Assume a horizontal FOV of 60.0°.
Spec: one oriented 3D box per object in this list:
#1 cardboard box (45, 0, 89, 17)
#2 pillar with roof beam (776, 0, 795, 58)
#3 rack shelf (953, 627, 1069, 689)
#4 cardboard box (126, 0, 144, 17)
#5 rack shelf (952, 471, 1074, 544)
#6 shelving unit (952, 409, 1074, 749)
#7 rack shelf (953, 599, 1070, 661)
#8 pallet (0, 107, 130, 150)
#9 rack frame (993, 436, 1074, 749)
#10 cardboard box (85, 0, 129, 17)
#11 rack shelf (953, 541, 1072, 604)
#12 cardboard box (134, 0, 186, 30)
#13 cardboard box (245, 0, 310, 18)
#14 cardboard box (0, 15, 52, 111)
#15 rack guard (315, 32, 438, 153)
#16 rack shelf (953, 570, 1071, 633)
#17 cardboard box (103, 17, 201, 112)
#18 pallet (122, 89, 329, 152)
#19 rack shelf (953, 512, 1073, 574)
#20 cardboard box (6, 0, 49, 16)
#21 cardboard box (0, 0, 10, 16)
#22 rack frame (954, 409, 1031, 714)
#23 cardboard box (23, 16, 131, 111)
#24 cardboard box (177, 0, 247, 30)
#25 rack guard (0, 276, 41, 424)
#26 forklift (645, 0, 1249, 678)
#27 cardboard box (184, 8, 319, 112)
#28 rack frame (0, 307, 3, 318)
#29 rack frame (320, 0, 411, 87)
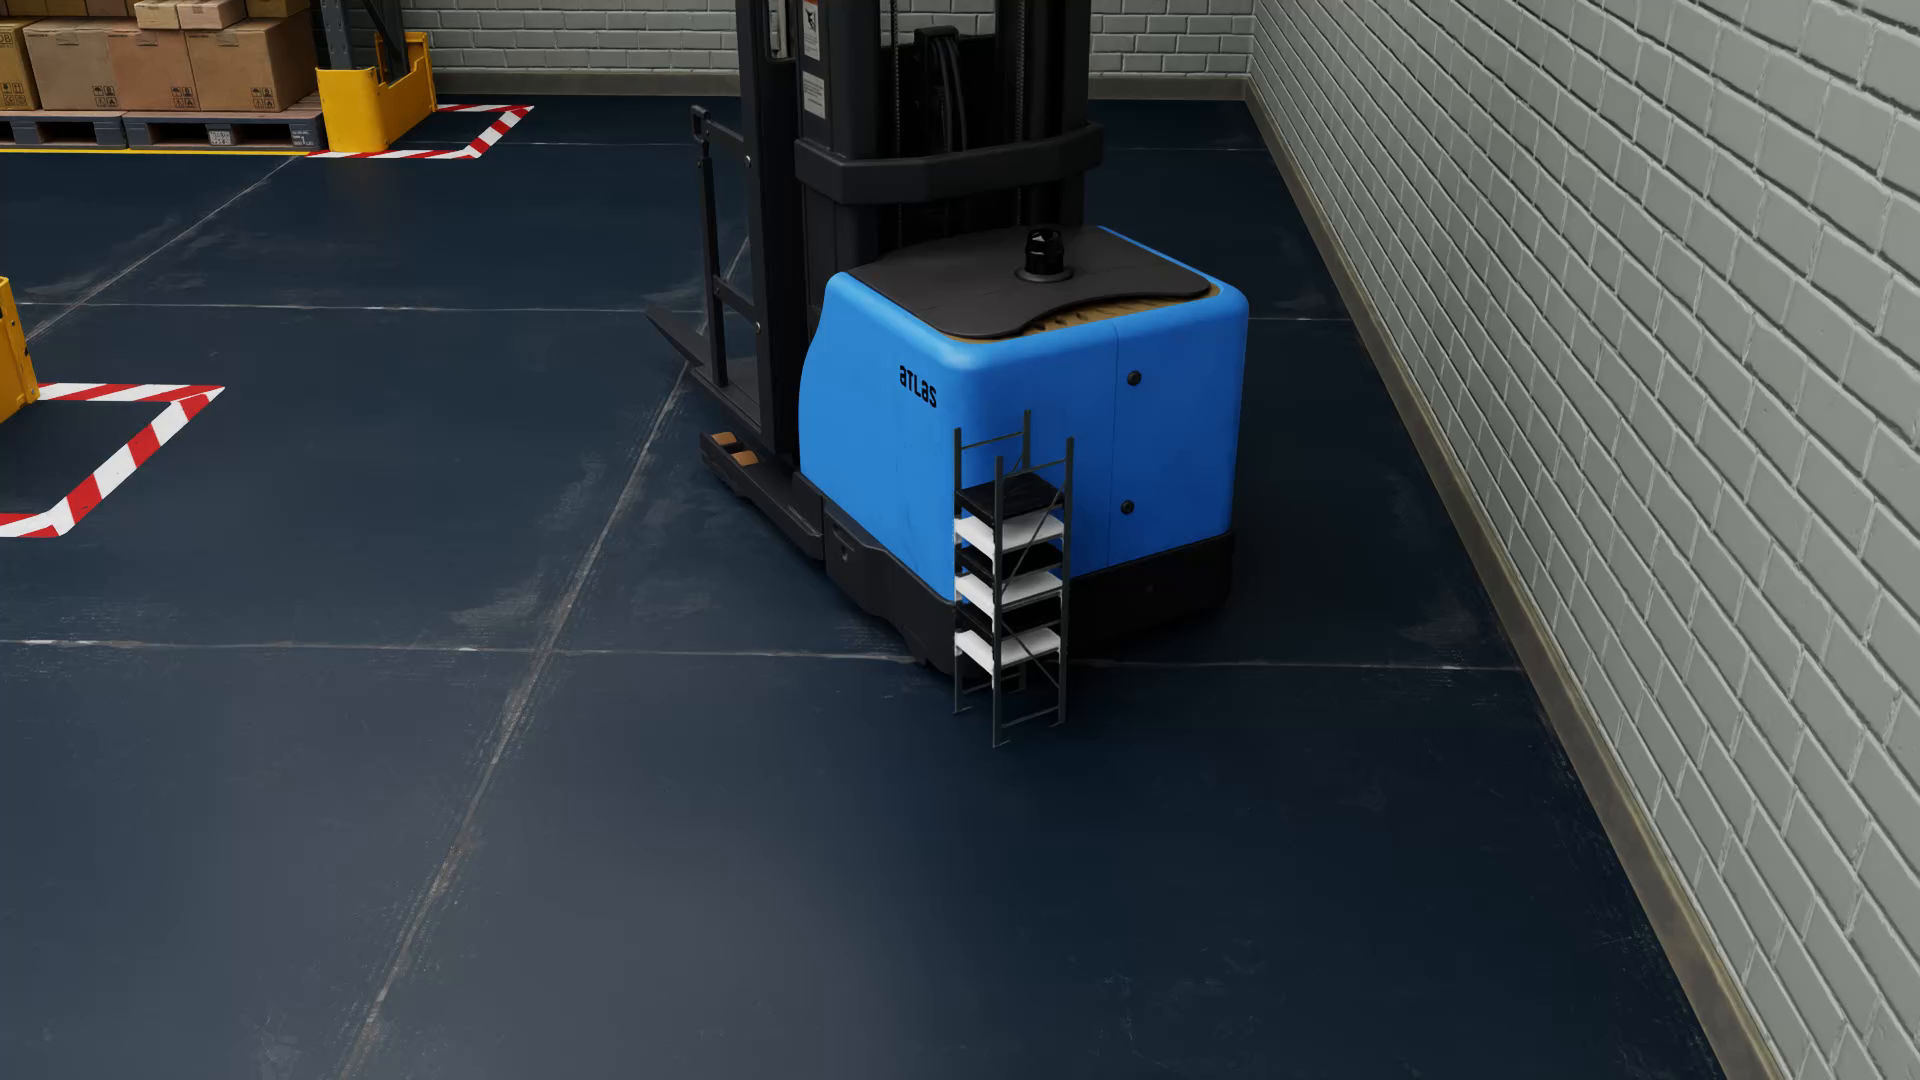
[{"bbox_3d":[-5.579,-3.432,10.549,0.250,0.149,0.380,1,28,2],"label":"cardboard box"},{"bbox_3d":[-1.164,-4.983,5.543,0.400,9.000,9.100,1,28,2],"label":"pillar with roof beam"},{"bbox_3d":[0.143,0.303,4.670,0.258,0.077,0.200,-16,32,-27],"label":"rack shelf"},{"bbox_3d":[-5.068,-3.424,10.534,0.250,0.149,0.380,1,28,2],"label":"cardboard box"},{"bbox_3d":[0.141,-0.093,4.457,0.258,0.077,0.200,-16,32,-27],"label":"rack shelf"},{"bbox_3d":[0.142,0.115,4.569,0.258,0.900,0.210,-16,32,-27],"label":"shelving unit"},{"bbox_3d":[0.142,0.224,4.628,0.258,0.077,0.200,-16,32,-27],"label":"rack shelf"},{"bbox_3d":[-5.758,-2.754,10.719,1.213,0.211,1.003,1,28,2],"label":"pallet"},{"bbox_3d":[0.195,0.156,4.493,0.240,0.900,0.006,-16,32,-27],"label":"rack frame"},{"bbox_3d":[-5.322,-3.428,10.542,0.250,0.149,0.380,1,28,3],"label":"cardboard box"},{"bbox_3d":[0.142,0.065,4.542,0.258,0.077,0.200,-16,32,-27],"label":"rack shelf"},{"bbox_3d":[-4.834,-3.241,10.189,0.250,0.149,0.380,2,28,3],"label":"cardboard box"},{"bbox_3d":[-4.312,-3.412,10.511,0.250,0.149,0.380,1,28,2],"label":"cardboard box"},{"bbox_3d":[-5.979,-3.055,10.531,0.500,0.500,0.700,2,28,3],"label":"cardboard box"},{"bbox_3d":[-3.717,-2.883,10.654,0.348,0.500,1.175,1,28,2],"label":"rack guard"},{"bbox_3d":[0.142,0.145,4.585,0.258,0.077,0.200,-16,32,-27],"label":"rack shelf"},{"bbox_3d":[-4.944,-3.042,10.506,0.500,0.500,0.700,1,28,2],"label":"cardboard box"},{"bbox_3d":[-4.542,-2.732,10.679,1.213,0.211,1.003,1,28,2],"label":"pallet"},{"bbox_3d":[0.142,-0.014,4.500,0.258,0.077,0.200,-16,32,-27],"label":"rack shelf"},{"bbox_3d":[-5.832,-3.436,10.557,0.250,0.149,0.380,0,28,1],"label":"cardboard box"},{"bbox_3d":[-6.090,-3.440,10.564,0.250,0.149,0.380,1,28,2],"label":"cardboard box"},{"bbox_3d":[0.089,0.074,4.646,0.240,0.900,0.006,-16,32,-27],"label":"rack frame"},{"bbox_3d":[-5.446,-3.050,10.521,0.500,0.500,0.700,0,28,0],"label":"cardboard box"},{"bbox_3d":[-4.578,-3.237,10.181,0.250,0.149,0.380,1,28,1],"label":"cardboard box"},{"bbox_3d":[-3.988,-0.566,6.283,0.348,0.500,1.175,1,28,2],"label":"rack guard"},{"bbox_3d":[-0.309,-1.548,5.541,1.130,2.935,3.031,-15,31,-26],"label":"forklift"},{"bbox_3d":[-4.444,-3.033,10.490,0.500,0.500,0.700,1,28,2],"label":"cardboard box"},{"bbox_3d":[-3.912,-1.669,5.695,0.127,3.000,1.000,1,28,2],"label":"rack frame"},{"bbox_3d":[-3.741,-3.988,10.070,0.127,3.000,1.000,1,28,2],"label":"rack frame"}]
